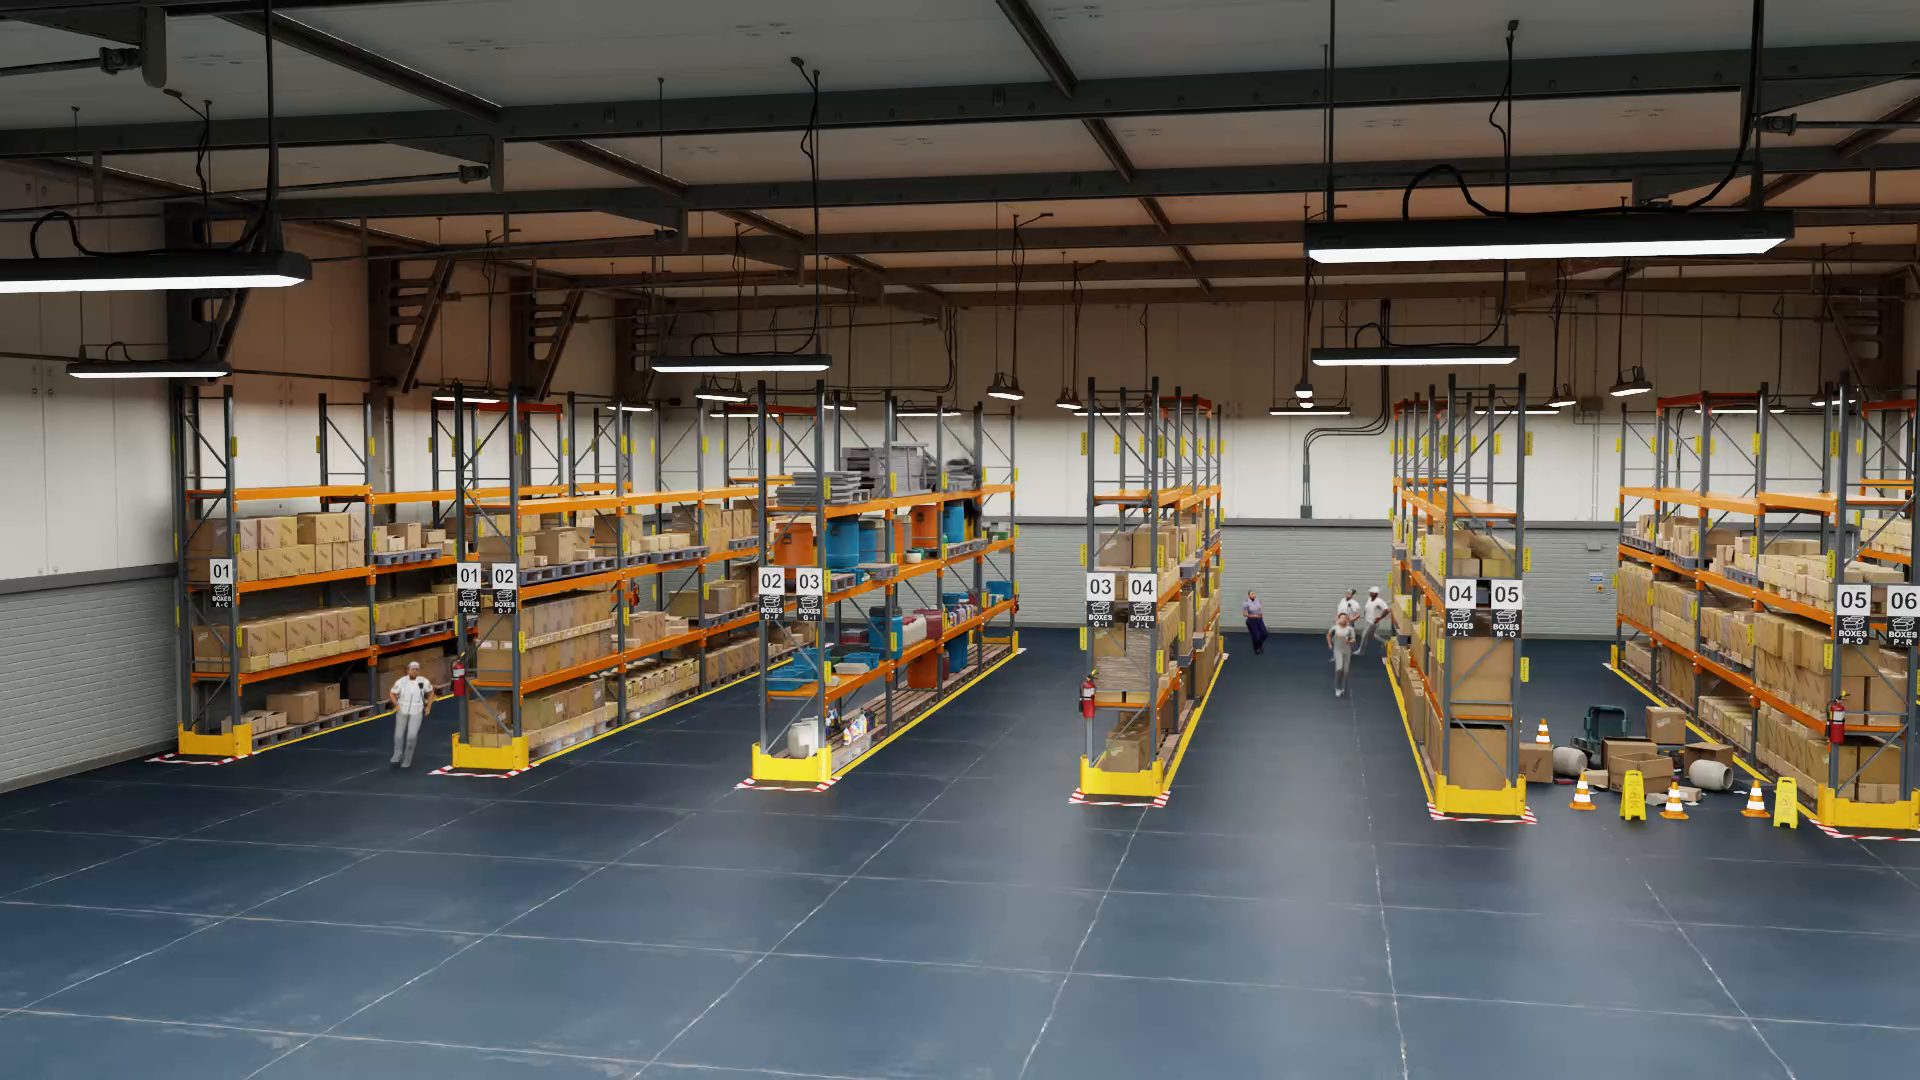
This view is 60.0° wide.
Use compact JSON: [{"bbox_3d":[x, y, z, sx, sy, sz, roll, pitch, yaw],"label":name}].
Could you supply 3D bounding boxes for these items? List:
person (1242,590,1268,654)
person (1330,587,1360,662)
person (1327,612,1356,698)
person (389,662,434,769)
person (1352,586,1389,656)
[{"bbox_3d":[7.088,1.980,40.000,0.688,1.553,0.549,-1,3,-23],"label":"person"},{"bbox_3d":[9.003,1.974,38.827,0.733,1.758,0.713,-3,4,-39],"label":"person"},{"bbox_3d":[7.664,2.301,33.379,0.533,1.700,0.712,0,3,2],"label":"person"},{"bbox_3d":[-8.616,2.741,26.084,0.689,1.678,0.668,-1,3,-12],"label":"person"},{"bbox_3d":[9.909,1.936,39.668,0.936,1.689,0.735,-1,3,-12],"label":"person"}]
